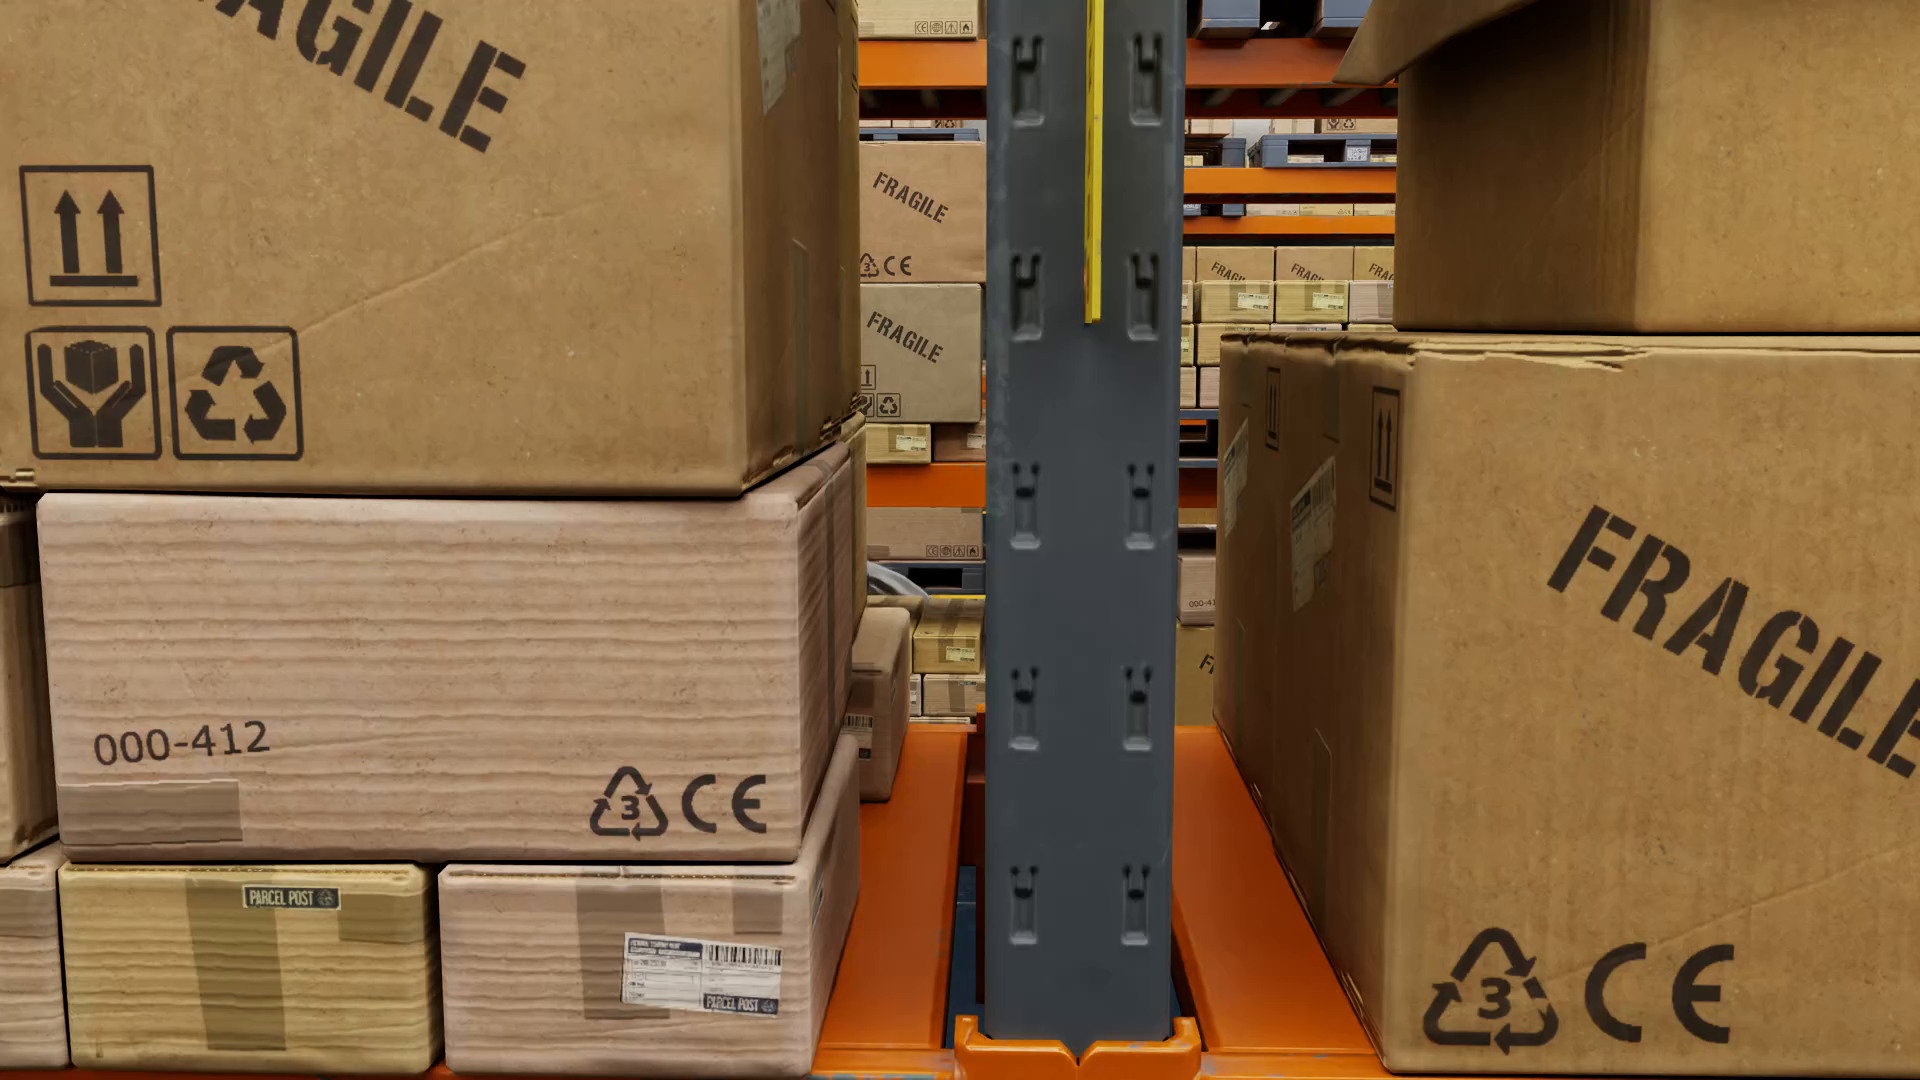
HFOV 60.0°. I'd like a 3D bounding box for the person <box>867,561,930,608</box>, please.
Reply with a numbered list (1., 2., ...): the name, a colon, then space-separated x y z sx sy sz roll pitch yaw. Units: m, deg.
1. person: -0.501 0.399 8.136 0.815 0.764 0.436 -1 8 -7
